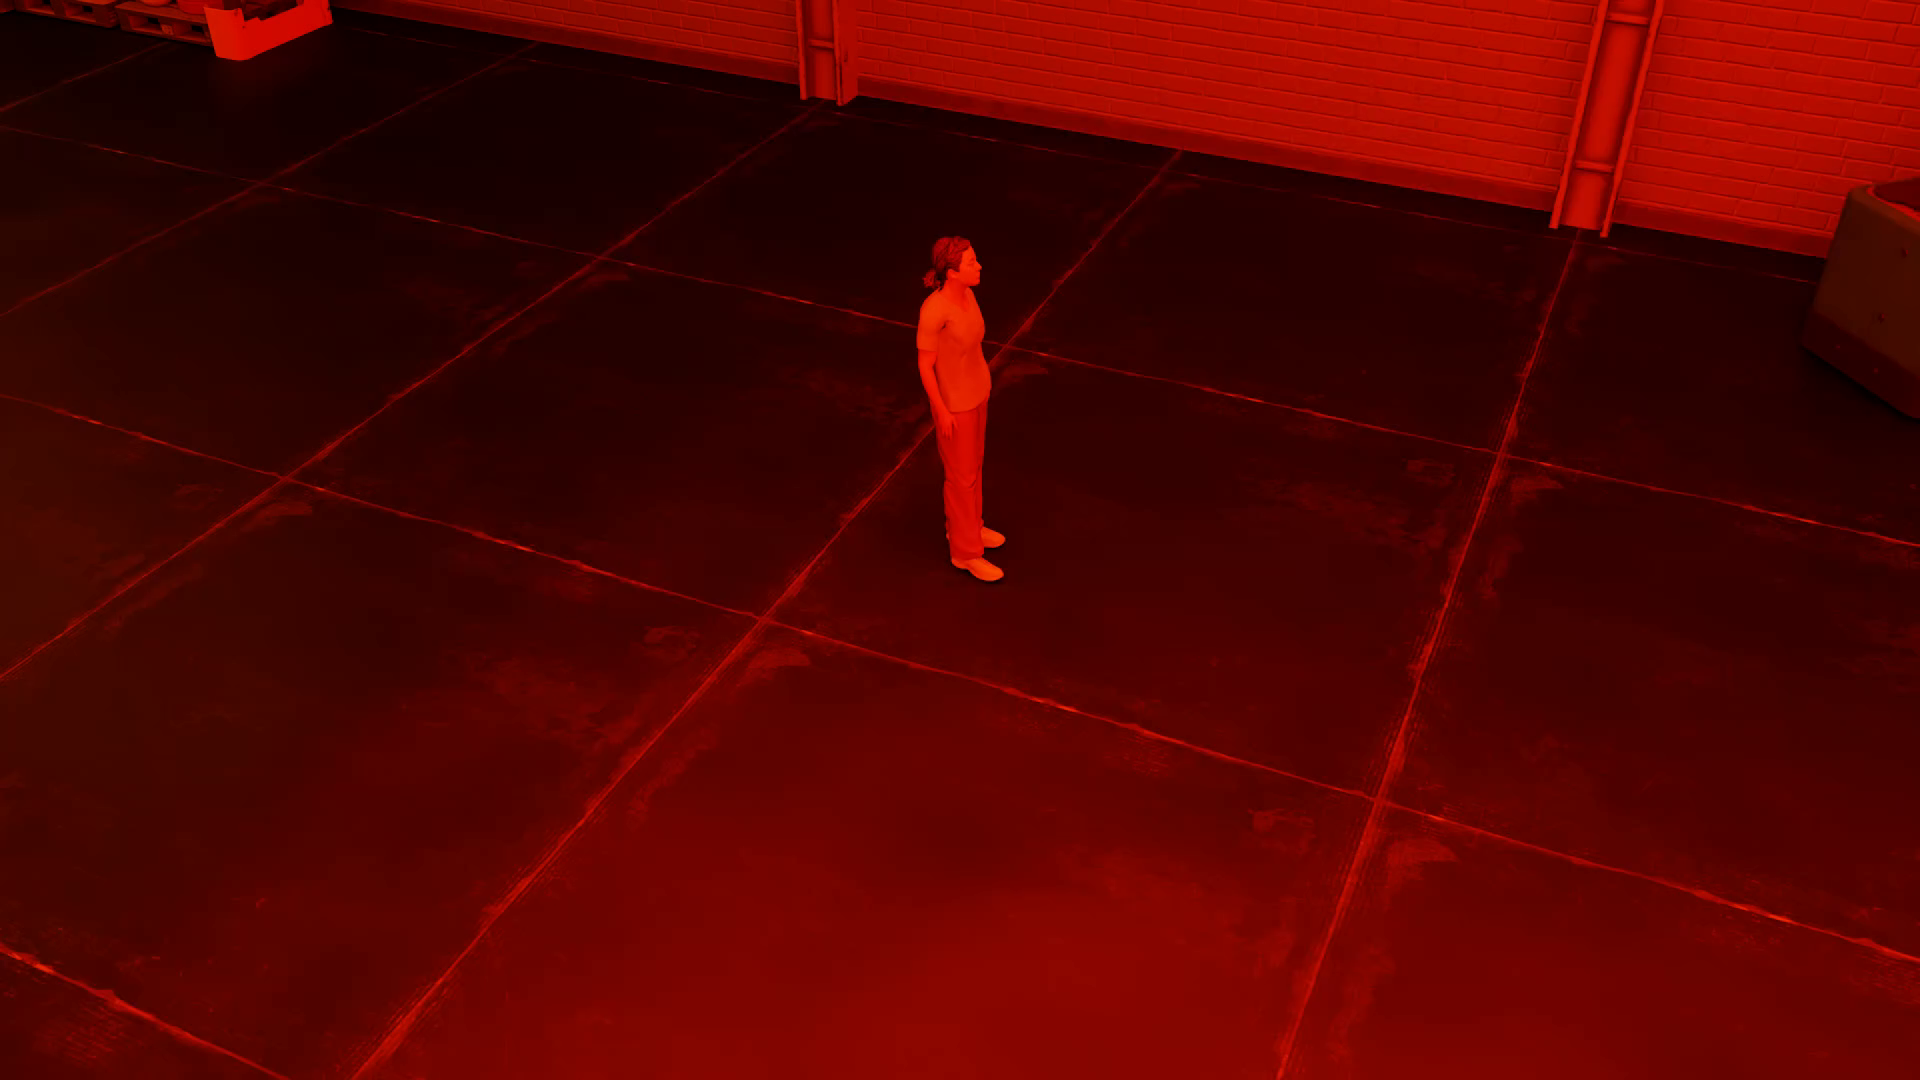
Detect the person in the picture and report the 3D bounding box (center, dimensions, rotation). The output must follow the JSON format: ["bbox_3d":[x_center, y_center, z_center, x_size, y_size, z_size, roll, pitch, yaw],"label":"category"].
[{"bbox_3d":[0.063,-0.664,8.086,0.548,1.673,0.553,15,38,20],"label":"person"}]

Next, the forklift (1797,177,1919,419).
[{"bbox_3d":[6.707,-2.352,9.385,3.031,2.935,1.130,-10,37,-14],"label":"forklift"}]
